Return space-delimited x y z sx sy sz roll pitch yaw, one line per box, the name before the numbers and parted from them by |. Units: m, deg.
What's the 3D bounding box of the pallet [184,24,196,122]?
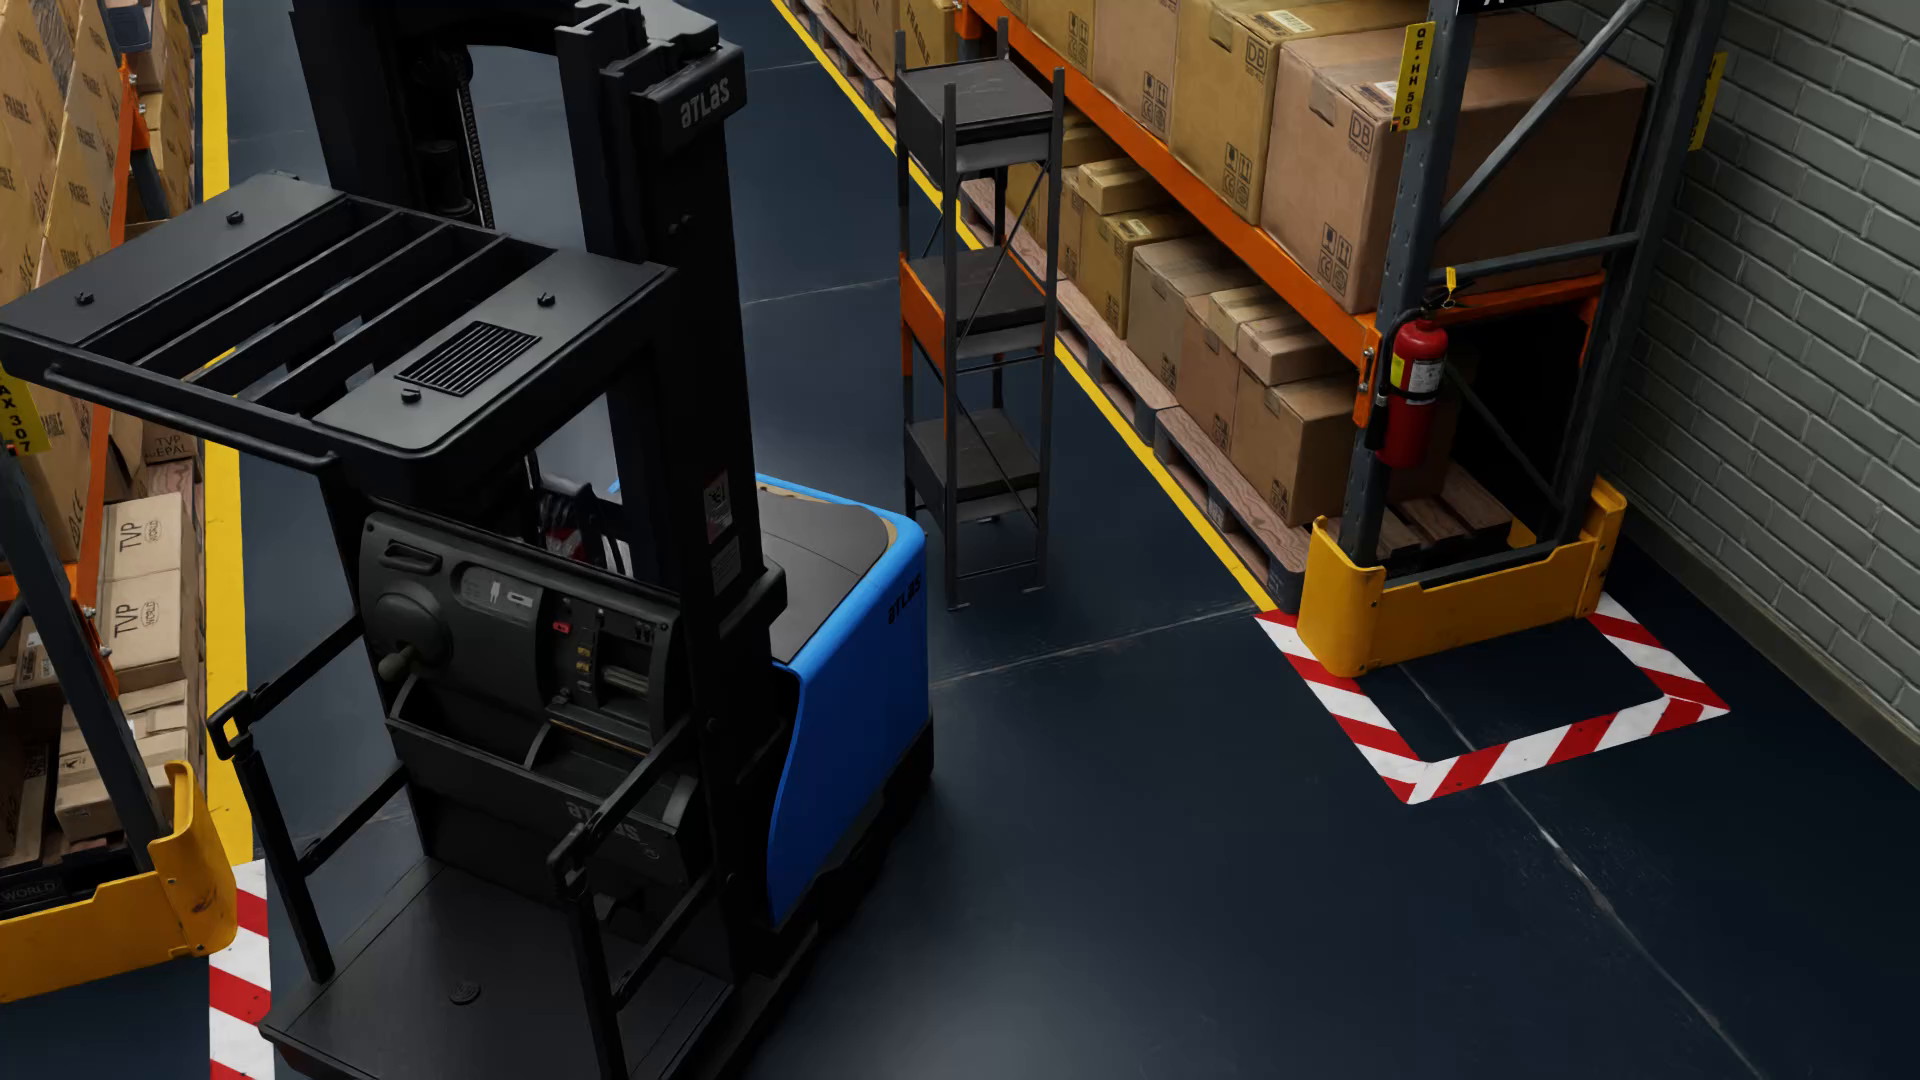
pallet | -5.328 -2.860 10.372 1.003 0.211 1.213 -12 39 -16

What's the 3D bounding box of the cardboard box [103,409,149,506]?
cardboard box | -3.521 -0.262 6.314 0.797 0.503 0.637 -12 39 -16

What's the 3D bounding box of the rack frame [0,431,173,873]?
rack frame | -2.796 0.116 4.103 1.000 3.000 0.127 -12 39 -16

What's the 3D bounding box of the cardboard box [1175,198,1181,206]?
cardboard box | 1.135 -1.691 7.691 0.380 0.149 0.250 -12 39 -15

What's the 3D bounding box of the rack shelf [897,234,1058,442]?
rack shelf | 0.057 -0.734 6.002 0.431 0.518 0.480 -12 39 -16

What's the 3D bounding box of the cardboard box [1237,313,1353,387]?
cardboard box | 1.304 -0.750 6.442 0.380 0.149 0.250 -13 39 -16

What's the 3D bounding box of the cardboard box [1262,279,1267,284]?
cardboard box | 1.489 -1.113 6.925 0.380 0.149 0.250 -12 39 -16

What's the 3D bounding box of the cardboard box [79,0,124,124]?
cardboard box | -3.760 -1.955 6.769 0.500 0.500 0.500 -12 39 -15

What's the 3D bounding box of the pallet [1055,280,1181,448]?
pallet | 1.089 -0.922 7.798 1.003 0.211 1.213 -12 39 -16

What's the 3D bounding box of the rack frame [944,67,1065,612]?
rack frame | 0.141 -0.607 5.811 0.400 2.100 0.015 -12 39 -16

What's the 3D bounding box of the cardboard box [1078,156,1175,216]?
cardboard box | 0.765 -1.630 7.611 0.380 0.149 0.250 -14 39 -17

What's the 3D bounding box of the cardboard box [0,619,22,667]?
cardboard box | -3.513 0.239 5.859 0.500 0.250 0.500 -12 39 -16

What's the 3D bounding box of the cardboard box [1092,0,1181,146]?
cardboard box | 1.154 -2.159 6.874 0.980 0.700 0.700 -14 39 -18

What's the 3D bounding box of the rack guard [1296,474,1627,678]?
rack guard | 1.862 0.100 6.202 1.175 0.500 0.348 -12 39 -16

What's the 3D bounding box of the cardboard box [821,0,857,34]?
cardboard box | -0.474 -3.802 10.742 0.750 0.750 0.750 -13 39 -16

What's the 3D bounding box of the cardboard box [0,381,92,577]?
cardboard box | -2.701 -0.230 4.479 0.500 0.500 0.500 -12 39 -15

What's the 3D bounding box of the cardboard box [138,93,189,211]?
cardboard box | -4.304 -1.944 8.550 0.500 0.500 0.500 -12 39 -15

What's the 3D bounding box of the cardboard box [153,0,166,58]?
cardboard box | -4.628 -2.793 9.053 0.500 0.250 0.500 -13 39 -17

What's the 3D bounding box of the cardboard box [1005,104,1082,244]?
cardboard box | 0.638 -1.897 8.504 0.700 0.500 0.500 -12 39 -15

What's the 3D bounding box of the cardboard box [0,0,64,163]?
cardboard box | -3.232 -1.493 5.325 0.500 0.500 0.500 -13 39 -16

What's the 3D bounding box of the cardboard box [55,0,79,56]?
cardboard box | -3.577 -2.062 6.081 0.500 0.500 0.500 -13 39 -17

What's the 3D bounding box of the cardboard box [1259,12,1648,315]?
cardboard box | 1.669 -1.318 5.757 0.980 0.700 0.700 -11 38 -14

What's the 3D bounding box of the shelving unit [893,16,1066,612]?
shelving unit | 0.057 -0.745 5.994 0.431 2.100 0.503 -12 39 -16

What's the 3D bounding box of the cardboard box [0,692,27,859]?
cardboard box | -3.215 0.682 5.063 0.500 0.500 0.500 -12 39 -16

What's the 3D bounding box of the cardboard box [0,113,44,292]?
cardboard box | -2.888 -0.923 4.568 0.500 0.500 0.500 -12 39 -15

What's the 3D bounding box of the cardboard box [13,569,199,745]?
cardboard box | -2.889 0.390 5.659 0.500 0.250 0.500 -12 39 -16

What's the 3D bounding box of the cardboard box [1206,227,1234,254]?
cardboard box | 1.312 -1.402 7.307 0.380 0.149 0.250 -12 39 -15

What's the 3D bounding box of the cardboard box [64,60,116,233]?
cardboard box | -3.402 -1.374 5.998 0.500 0.500 0.500 -12 39 -15

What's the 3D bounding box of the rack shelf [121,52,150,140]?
rack shelf | -4.861 -2.986 8.820 1.077 0.370 4.000 -12 39 -16

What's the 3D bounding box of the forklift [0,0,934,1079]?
forklift | -1.187 0.298 3.918 1.130 2.935 3.031 16 40 20

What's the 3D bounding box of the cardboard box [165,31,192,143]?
cardboard box | -4.643 -2.514 9.306 0.500 0.500 0.500 -14 39 -18

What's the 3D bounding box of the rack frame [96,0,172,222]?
rack frame | -4.173 -2.144 7.103 1.000 3.000 0.127 -12 39 -16

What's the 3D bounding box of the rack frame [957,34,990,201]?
rack frame | 0.477 -3.172 8.468 1.000 3.000 0.127 -12 39 -16

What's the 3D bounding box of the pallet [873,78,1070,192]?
pallet | 0.141 -2.478 9.865 1.003 0.211 1.213 -12 39 -16

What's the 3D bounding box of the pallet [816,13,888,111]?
pallet | -0.283 -3.169 10.781 1.003 0.211 1.213 -12 39 -16

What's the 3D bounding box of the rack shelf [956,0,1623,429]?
rack shelf | 1.165 -1.755 7.184 1.077 0.370 4.000 -12 39 -16

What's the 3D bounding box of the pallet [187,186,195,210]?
pallet | -4.488 -1.482 8.542 1.003 0.211 1.213 -12 39 -16

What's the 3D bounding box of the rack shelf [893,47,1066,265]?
rack shelf | 0.057 -1.293 5.581 0.431 0.518 0.480 -12 39 -16

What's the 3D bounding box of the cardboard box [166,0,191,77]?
cardboard box | -5.007 -3.101 10.086 0.500 0.500 0.500 -11 38 -14

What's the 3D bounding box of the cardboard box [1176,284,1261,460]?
cardboard box | 1.347 -0.739 6.966 0.700 0.500 0.500 -13 39 -16

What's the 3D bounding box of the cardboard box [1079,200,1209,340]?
cardboard box | 0.983 -1.322 7.741 0.700 0.500 0.500 -12 39 -15

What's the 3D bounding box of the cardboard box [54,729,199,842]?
cardboard box | -2.618 0.771 5.237 0.380 0.149 0.250 -12 39 -16

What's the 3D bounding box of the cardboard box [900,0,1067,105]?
cardboard box | 0.131 -2.821 9.440 0.750 0.750 0.750 -12 39 -15

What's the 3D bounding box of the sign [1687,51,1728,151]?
sign | 2.377 -1.401 5.332 0.100 0.325 0.005 -12 39 -16

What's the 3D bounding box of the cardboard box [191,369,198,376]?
cardboard box | -3.525 -0.718 7.215 0.380 0.149 0.250 -12 39 -16

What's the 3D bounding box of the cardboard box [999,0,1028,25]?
cardboard box | 0.648 -2.982 7.966 0.980 0.700 0.700 -12 39 -15

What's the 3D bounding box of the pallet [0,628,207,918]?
pallet | -3.098 0.736 5.597 1.003 0.211 1.213 -12 39 -16

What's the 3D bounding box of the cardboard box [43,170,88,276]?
cardboard box | -3.054 -0.804 5.241 0.500 0.500 0.500 -13 39 -16

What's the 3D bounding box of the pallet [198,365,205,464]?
pallet | -3.937 -0.642 7.427 1.003 0.211 1.213 -12 39 -16
